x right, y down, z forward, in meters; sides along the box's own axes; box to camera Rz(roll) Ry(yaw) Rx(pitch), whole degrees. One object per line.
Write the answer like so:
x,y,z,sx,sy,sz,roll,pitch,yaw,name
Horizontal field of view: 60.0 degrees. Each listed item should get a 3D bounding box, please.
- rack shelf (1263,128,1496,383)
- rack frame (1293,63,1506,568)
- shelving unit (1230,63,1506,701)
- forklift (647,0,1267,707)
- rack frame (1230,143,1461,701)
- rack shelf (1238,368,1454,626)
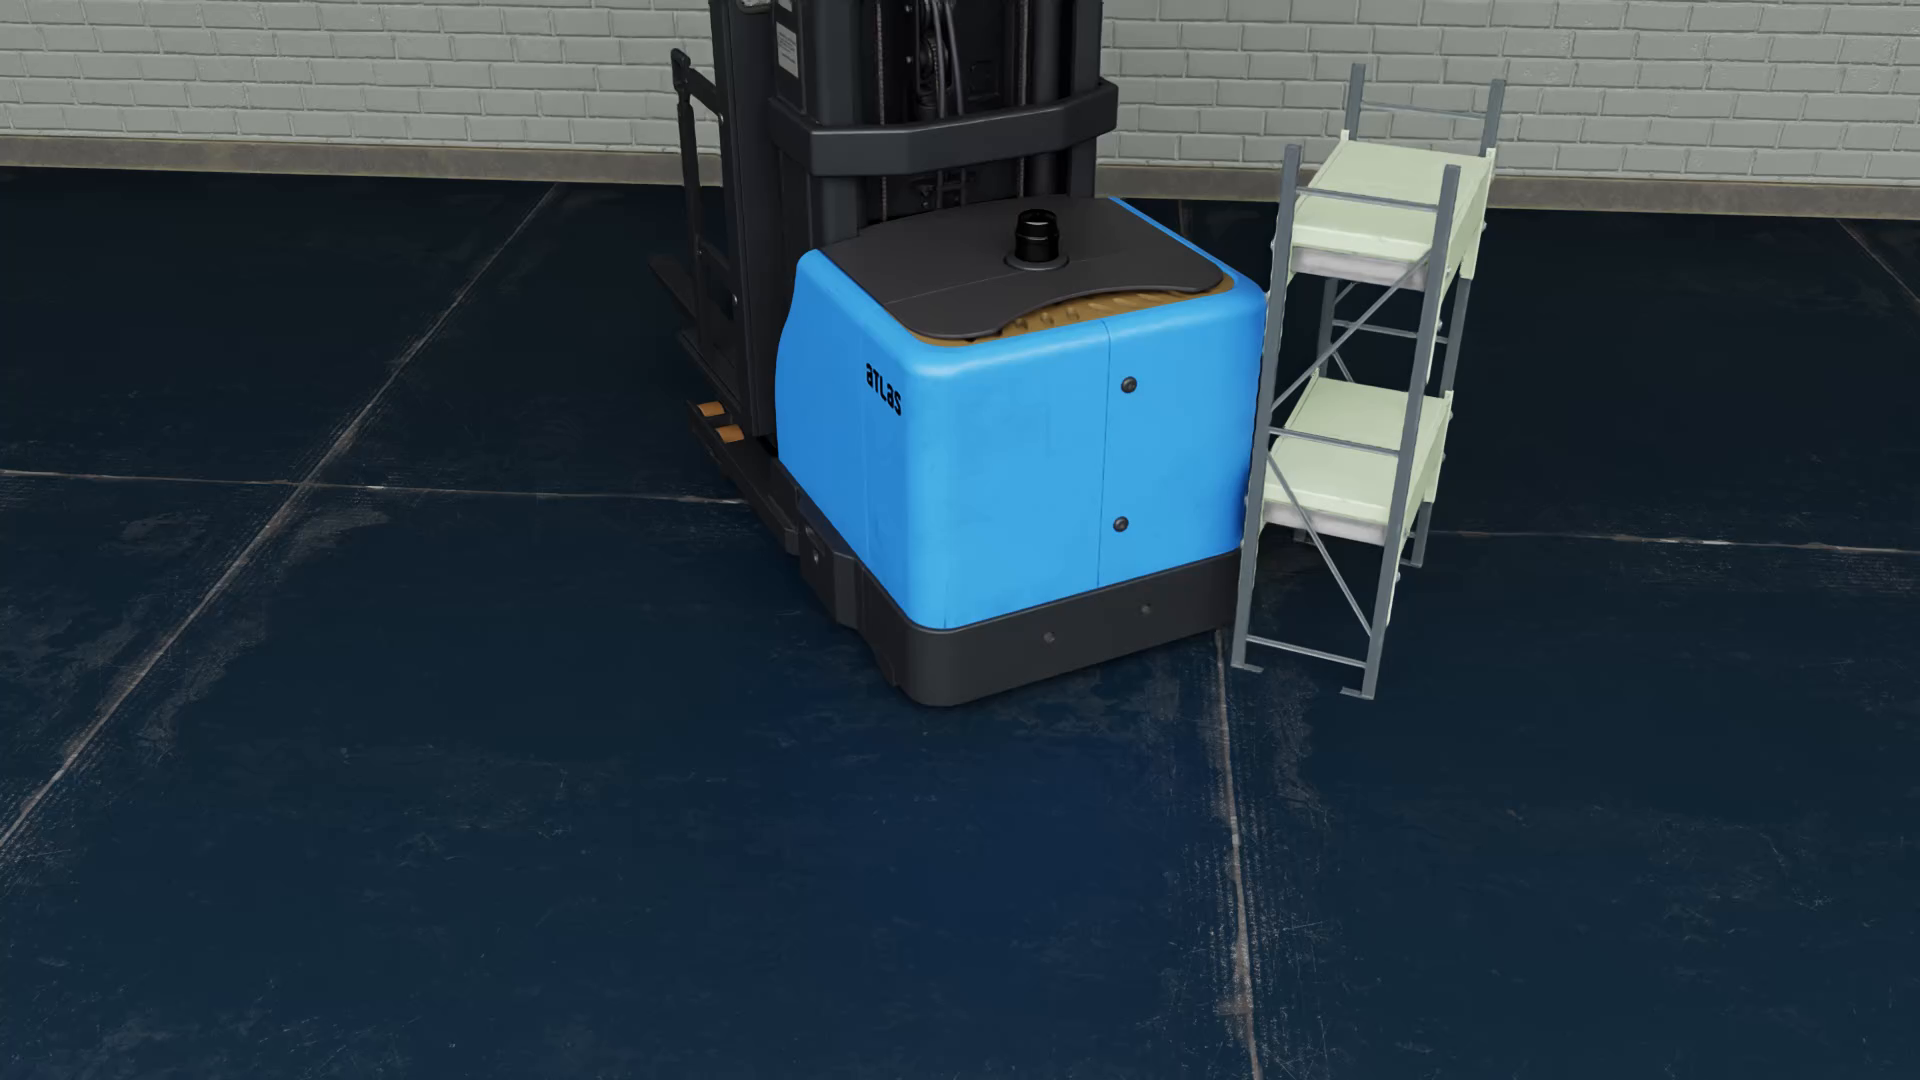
1.093,-0.754,4.300,0.431,0.370,0.720,13,34,20,rack shelf
1.238,-0.598,4.791,0.400,1.500,0.023,13,34,20,rack frame
1.093,-0.422,4.505,0.431,1.500,0.755,13,34,20,shelving unit
-0.290,-1.561,4.989,1.130,2.935,3.031,-14,34,-22,forklift
0.948,-0.245,4.219,0.400,1.500,0.023,13,34,20,rack frame
1.093,-0.144,4.676,0.431,0.370,0.720,13,34,20,rack shelf
